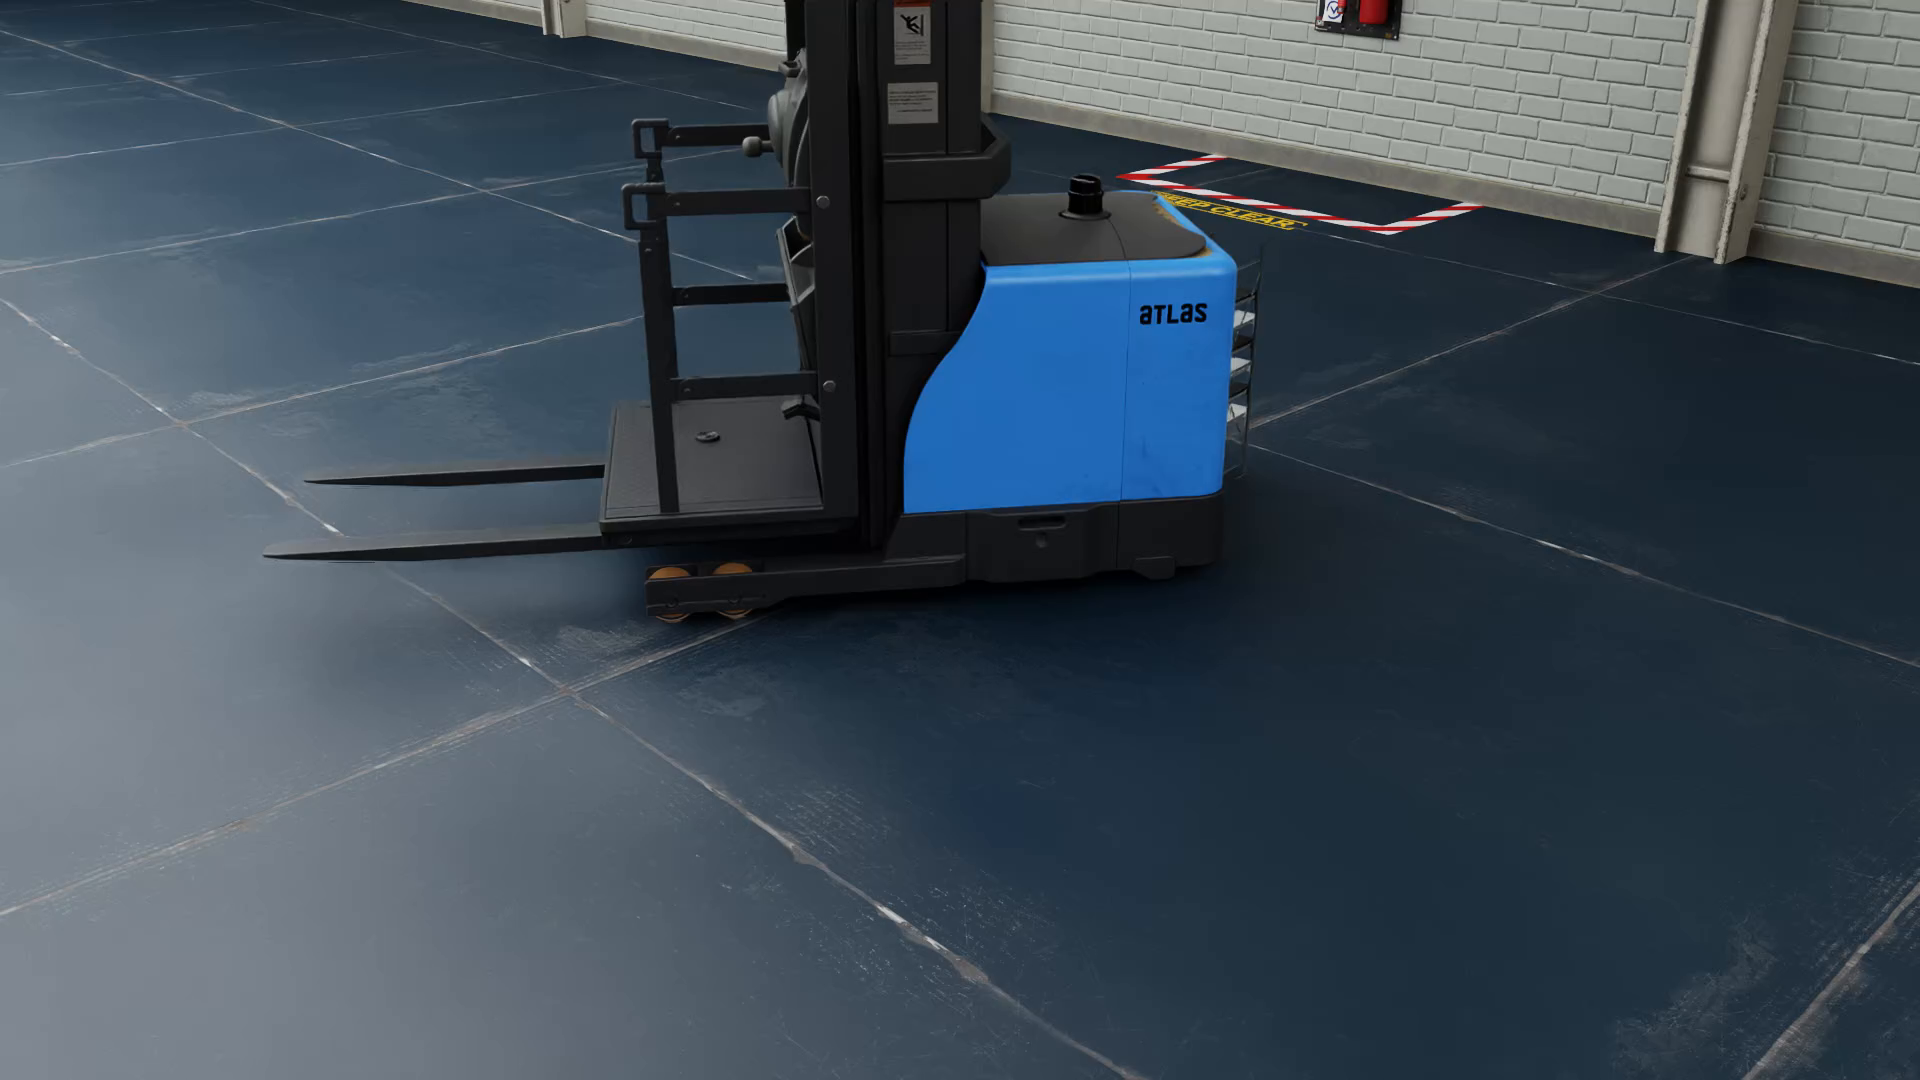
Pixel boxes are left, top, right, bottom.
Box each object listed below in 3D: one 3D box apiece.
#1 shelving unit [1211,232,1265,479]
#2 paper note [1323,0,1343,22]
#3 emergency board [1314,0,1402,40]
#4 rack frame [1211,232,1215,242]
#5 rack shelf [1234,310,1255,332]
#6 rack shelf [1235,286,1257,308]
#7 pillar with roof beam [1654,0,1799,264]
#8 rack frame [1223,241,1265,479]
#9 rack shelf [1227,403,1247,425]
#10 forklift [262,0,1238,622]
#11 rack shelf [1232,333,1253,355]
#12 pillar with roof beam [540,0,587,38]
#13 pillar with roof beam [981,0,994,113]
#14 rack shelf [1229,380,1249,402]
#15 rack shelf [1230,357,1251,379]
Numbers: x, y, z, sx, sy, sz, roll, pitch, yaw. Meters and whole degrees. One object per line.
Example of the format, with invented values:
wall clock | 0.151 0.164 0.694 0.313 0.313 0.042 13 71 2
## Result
shelving unit | 0.926 -0.641 6.069 0.210 0.900 0.258 18 30 33
paper note | 2.390 -3.396 10.641 0.016 0.148 0.142 -21 32 -38
emergency board | 2.461 -3.724 10.298 0.194 1.169 0.643 -21 32 -38
rack frame | 0.845 -0.668 6.125 0.006 0.900 0.240 18 30 33
rack shelf | 0.927 -0.774 6.007 0.200 0.077 0.258 18 30 33
rack shelf | 0.928 -0.856 5.969 0.200 0.077 0.258 18 30 33
pillar with roof beam | 0.979 -4.472 4.711 9.100 9.000 0.400 -21 32 -38
rack frame | 1.006 -0.614 6.013 0.006 0.900 0.240 18 30 33
rack shelf | 0.924 -0.448 6.158 0.200 0.077 0.258 18 30 33
forklift | -0.697 -1.314 5.098 3.031 2.935 1.130 -4 25 -8
rack shelf | 0.926 -0.693 6.045 0.200 0.077 0.258 18 30 33
pillar with roof beam | -7.223 -8.108 12.680 9.100 9.000 0.400 -21 32 -38
pillar with roof beam | -3.122 -6.290 8.696 9.100 9.000 0.400 -21 32 -38
rack shelf | 0.925 -0.529 6.120 0.200 0.077 0.258 18 30 33
rack shelf | 0.925 -0.611 6.083 0.200 0.077 0.258 18 30 33
